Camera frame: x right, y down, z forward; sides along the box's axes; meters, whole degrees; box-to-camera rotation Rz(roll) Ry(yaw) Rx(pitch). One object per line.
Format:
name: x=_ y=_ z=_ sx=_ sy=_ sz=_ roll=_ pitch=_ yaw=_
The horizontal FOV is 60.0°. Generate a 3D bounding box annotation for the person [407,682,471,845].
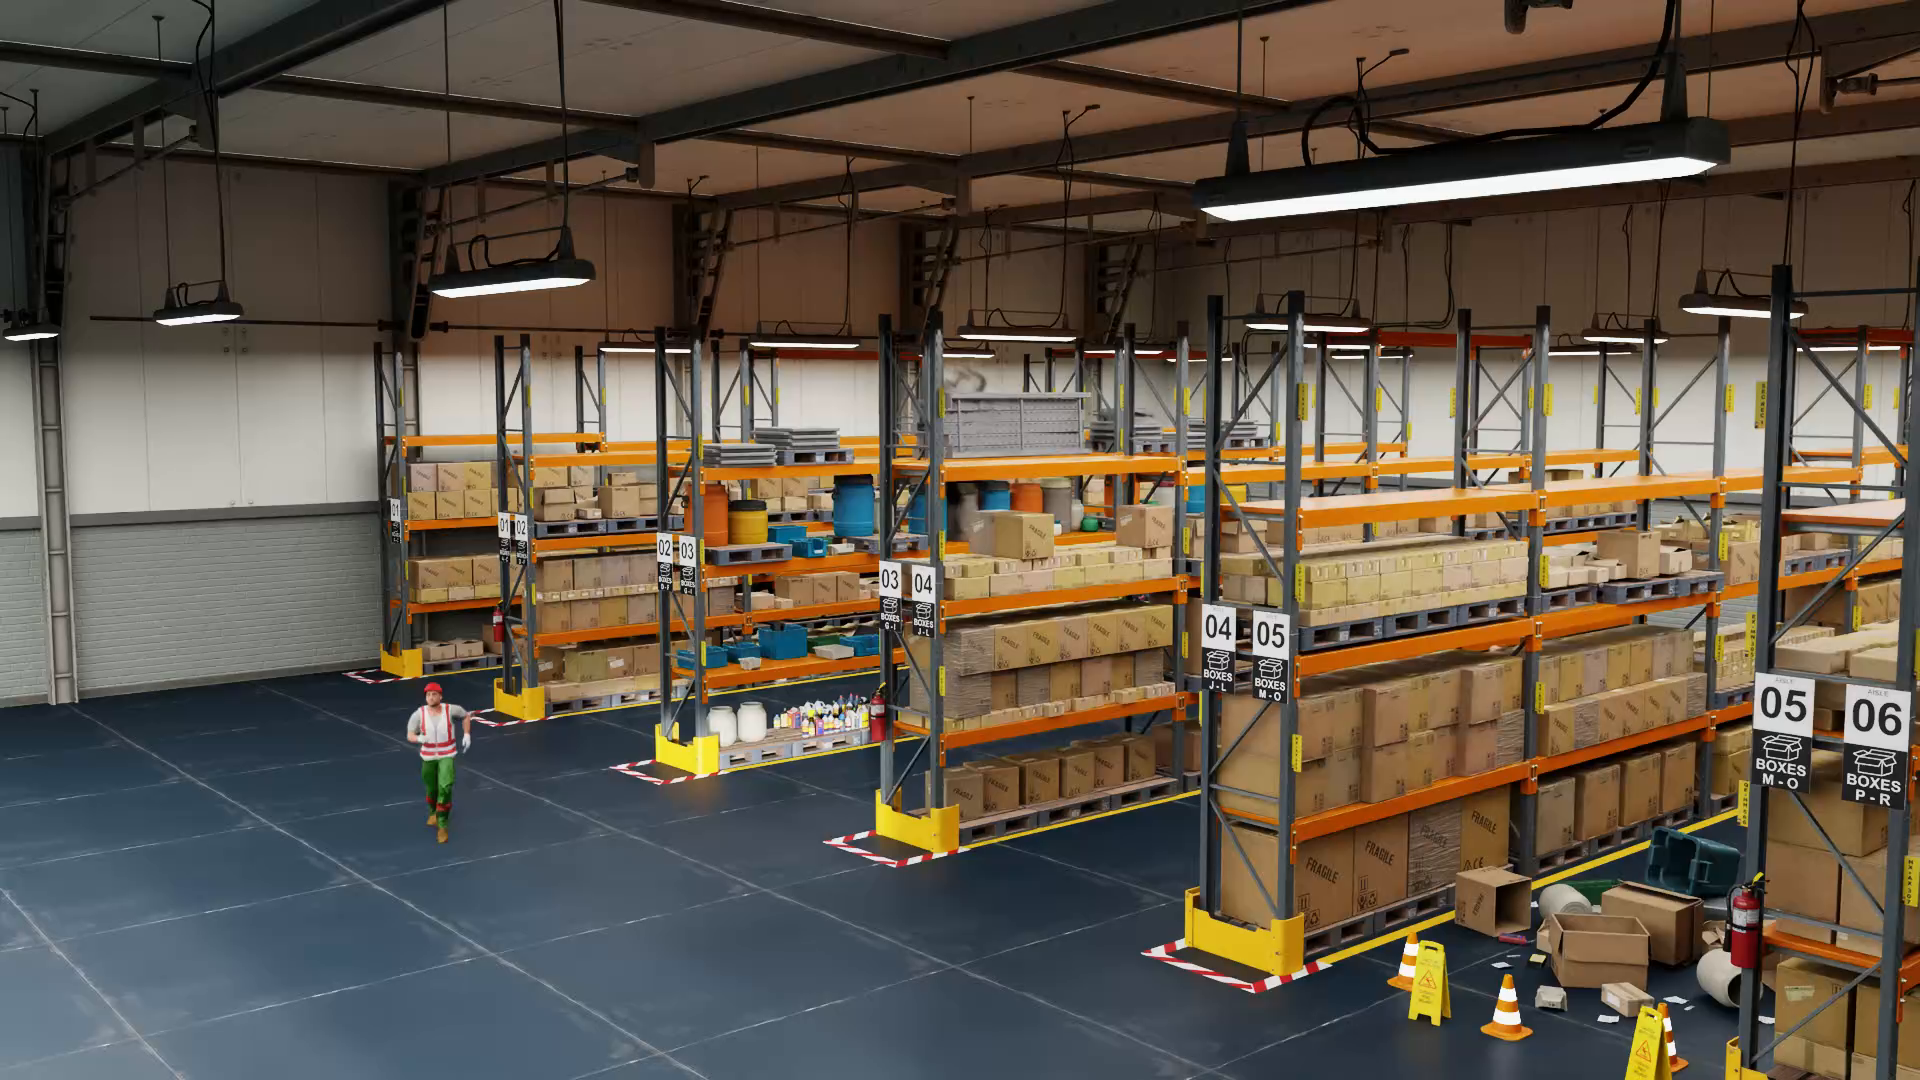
person: x=-6.005 y=2.529 z=19.184 sx=0.673 sy=1.829 sz=0.925 roll=-1 pitch=5 yaw=-9

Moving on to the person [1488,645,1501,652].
person: x=6.976 y=2.266 z=21.798 sx=0.697 sy=1.782 sz=1.045 roll=4 pitch=7 yaw=40
